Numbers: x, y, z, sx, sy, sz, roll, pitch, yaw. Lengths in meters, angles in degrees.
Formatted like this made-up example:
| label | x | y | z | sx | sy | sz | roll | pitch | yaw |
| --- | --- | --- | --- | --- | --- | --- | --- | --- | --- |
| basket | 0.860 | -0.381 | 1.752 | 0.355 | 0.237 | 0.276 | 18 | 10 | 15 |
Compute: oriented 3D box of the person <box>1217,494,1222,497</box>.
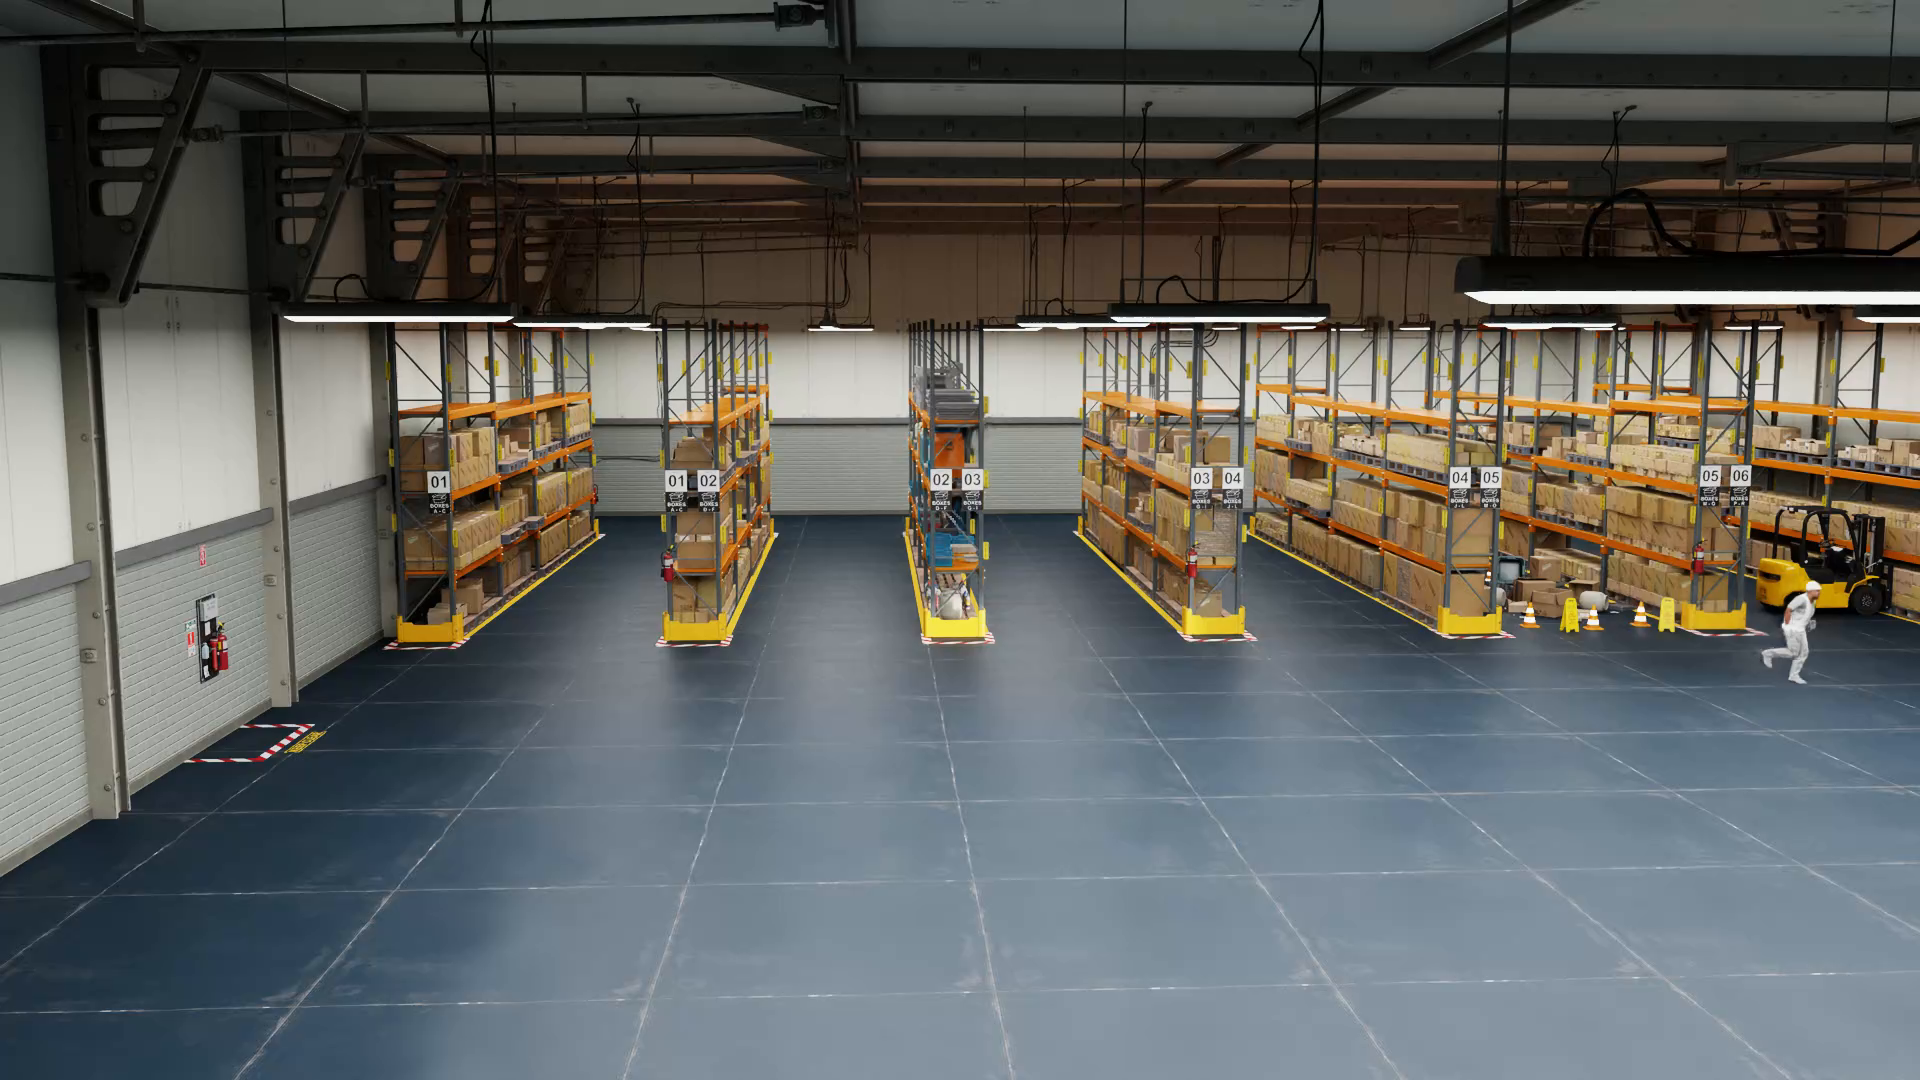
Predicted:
| label | x | y | z | sx | sy | sz | roll | pitch | yaw |
| --- | --- | --- | --- | --- | --- | --- | --- | --- | --- |
| person | 7.353 | -0.943 | 47.193 | 0.740 | 1.694 | 0.592 | 0 | 7 | 2 |

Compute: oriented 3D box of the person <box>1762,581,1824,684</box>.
| label | x | y | z | sx | sy | sz | roll | pitch | yaw |
| --- | --- | --- | --- | --- | --- | --- | --- | --- | --- |
| person | 13.785 | 1.503 | 27.547 | 0.876 | 1.713 | 0.681 | 6 | 9 | 40 |

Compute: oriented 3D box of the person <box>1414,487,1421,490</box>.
| label | x | y | z | sx | sy | sz | roll | pitch | yaw |
| --- | --- | --- | --- | --- | --- | --- | --- | --- | --- |
| person | 13.859 | -1.295 | 49.909 | 0.678 | 1.736 | 0.710 | -2 | 7 | -13 |
